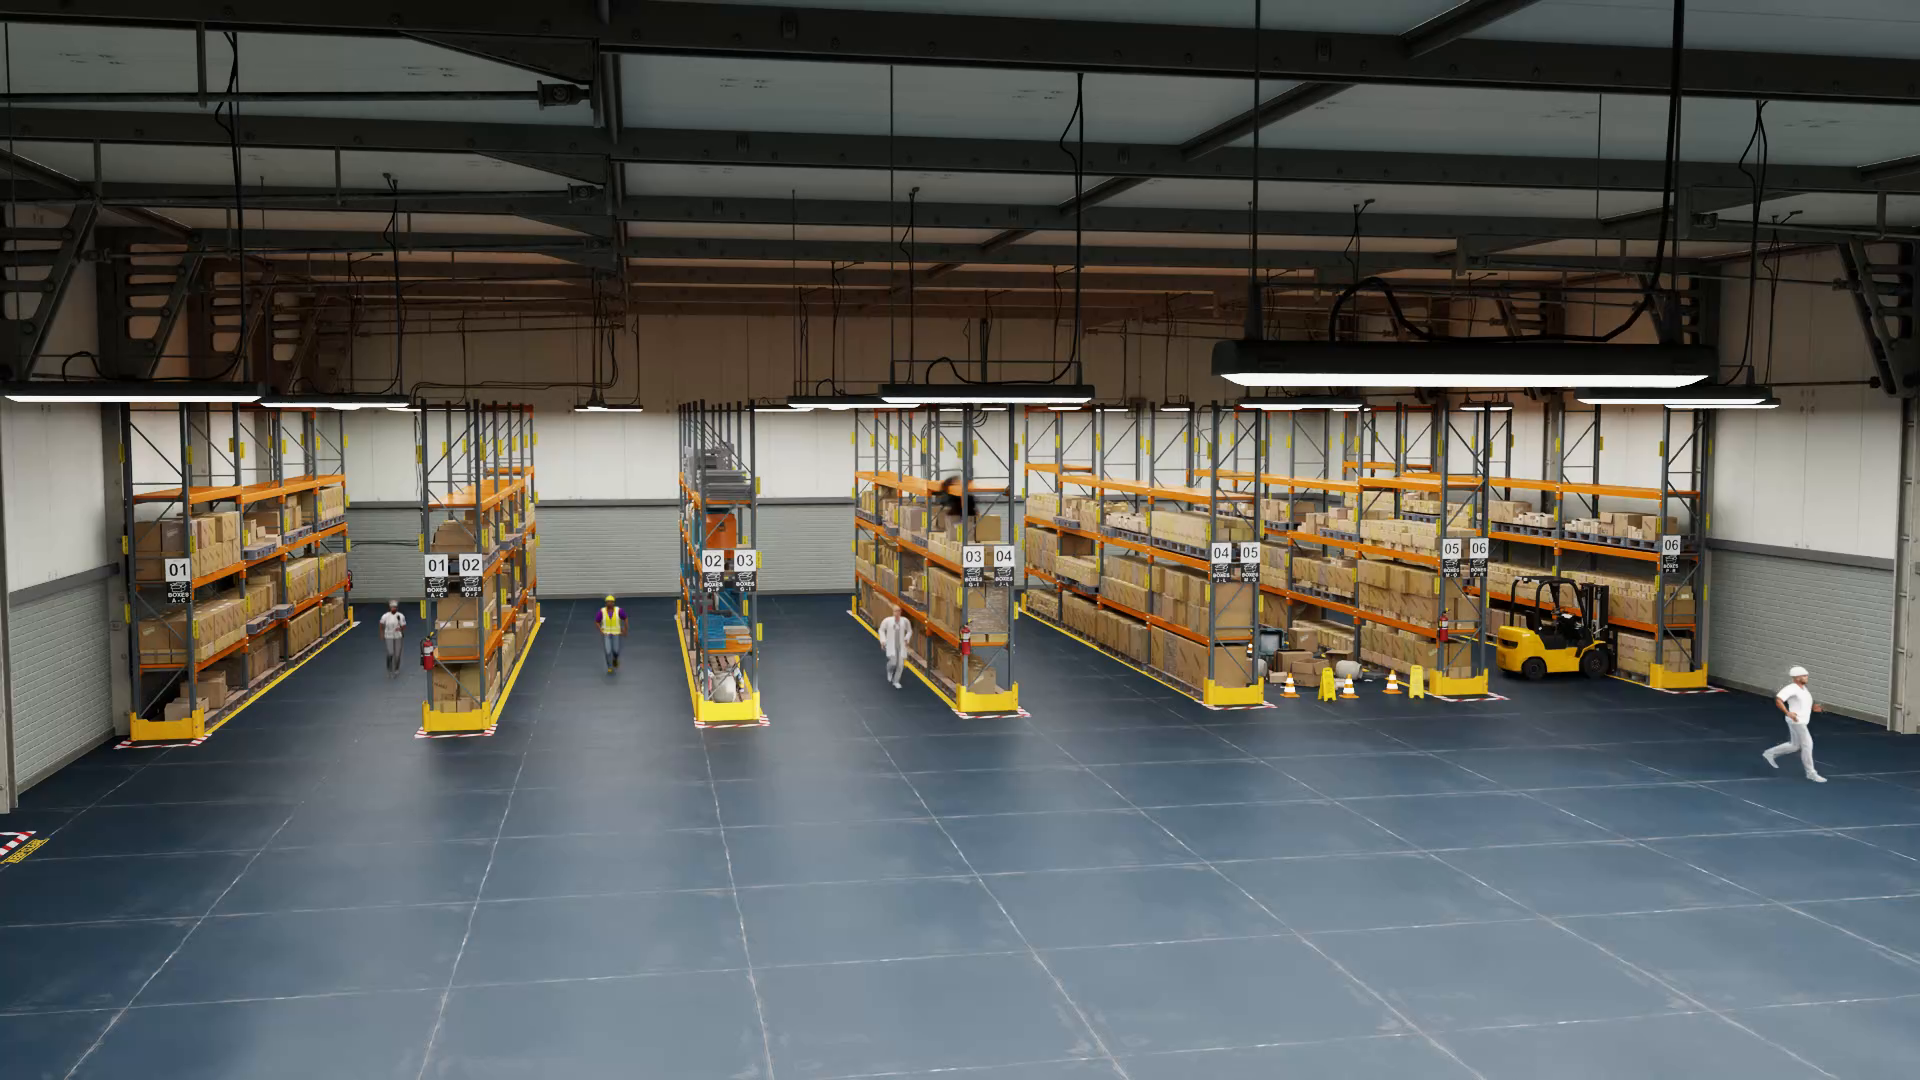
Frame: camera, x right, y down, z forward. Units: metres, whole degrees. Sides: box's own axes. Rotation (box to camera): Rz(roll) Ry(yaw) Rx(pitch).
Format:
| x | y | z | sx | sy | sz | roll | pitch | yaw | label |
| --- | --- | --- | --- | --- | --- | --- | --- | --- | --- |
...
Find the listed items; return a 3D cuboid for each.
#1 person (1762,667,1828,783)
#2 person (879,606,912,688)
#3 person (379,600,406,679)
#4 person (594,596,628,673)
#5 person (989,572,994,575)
| x | y | z | sx | sy | sz | roll | pitch | yaw | label |
| --- | --- | --- | --- | --- | --- | --- | --- | --- | --- |
| 13.135 | 2.869 | 26.119 | 0.968 | 1.773 | 0.700 | 3 | 6 | 39 | person |
| -1.338 | 2.229 | 34.896 | 0.702 | 1.719 | 0.668 | -1 | 4 | -12 | person |
| -12.311 | 2.155 | 36.131 | 0.544 | 1.704 | 0.685 | -2 | 5 | -25 | person |
| -7.729 | 2.084 | 36.874 | 0.736 | 1.722 | 0.605 | -1 | 4 | -15 | person |
| 0.787 | 1.272 | 47.531 | 0.687 | 1.777 | 0.832 | 0 | 4 | 3 | person |
